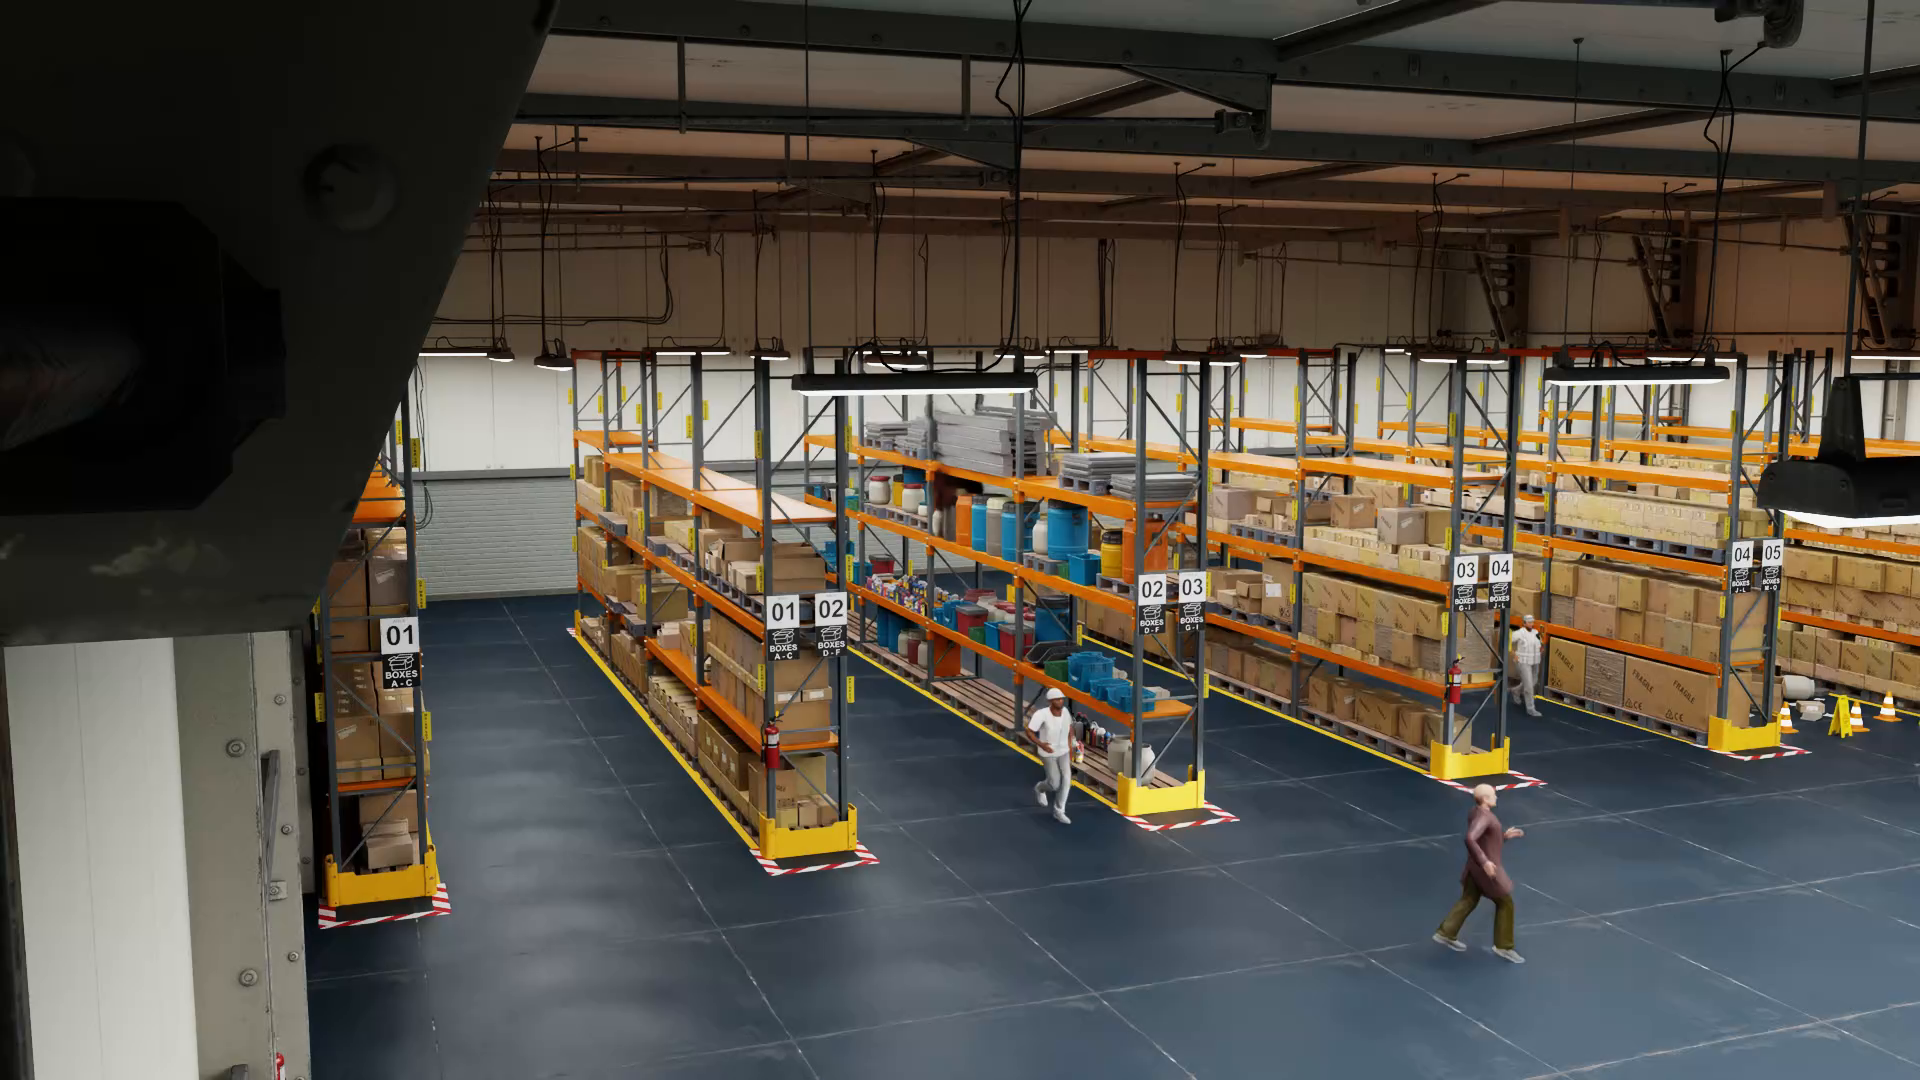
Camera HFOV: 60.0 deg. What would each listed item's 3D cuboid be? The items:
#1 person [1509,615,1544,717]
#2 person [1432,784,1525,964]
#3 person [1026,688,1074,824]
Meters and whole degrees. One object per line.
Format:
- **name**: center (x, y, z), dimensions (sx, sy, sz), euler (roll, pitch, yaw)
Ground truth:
- **person**: center (9.456, 2.056, 27.760), dimensions (0.615, 1.643, 0.918), euler (-3, 8, -20)
- **person**: center (5.257, 3.362, 16.778), dimensions (0.904, 1.837, 0.677), euler (0, 7, -3)
- **person**: center (1.213, 2.787, 21.744), dimensions (0.739, 1.744, 0.697), euler (-4, 8, -28)
